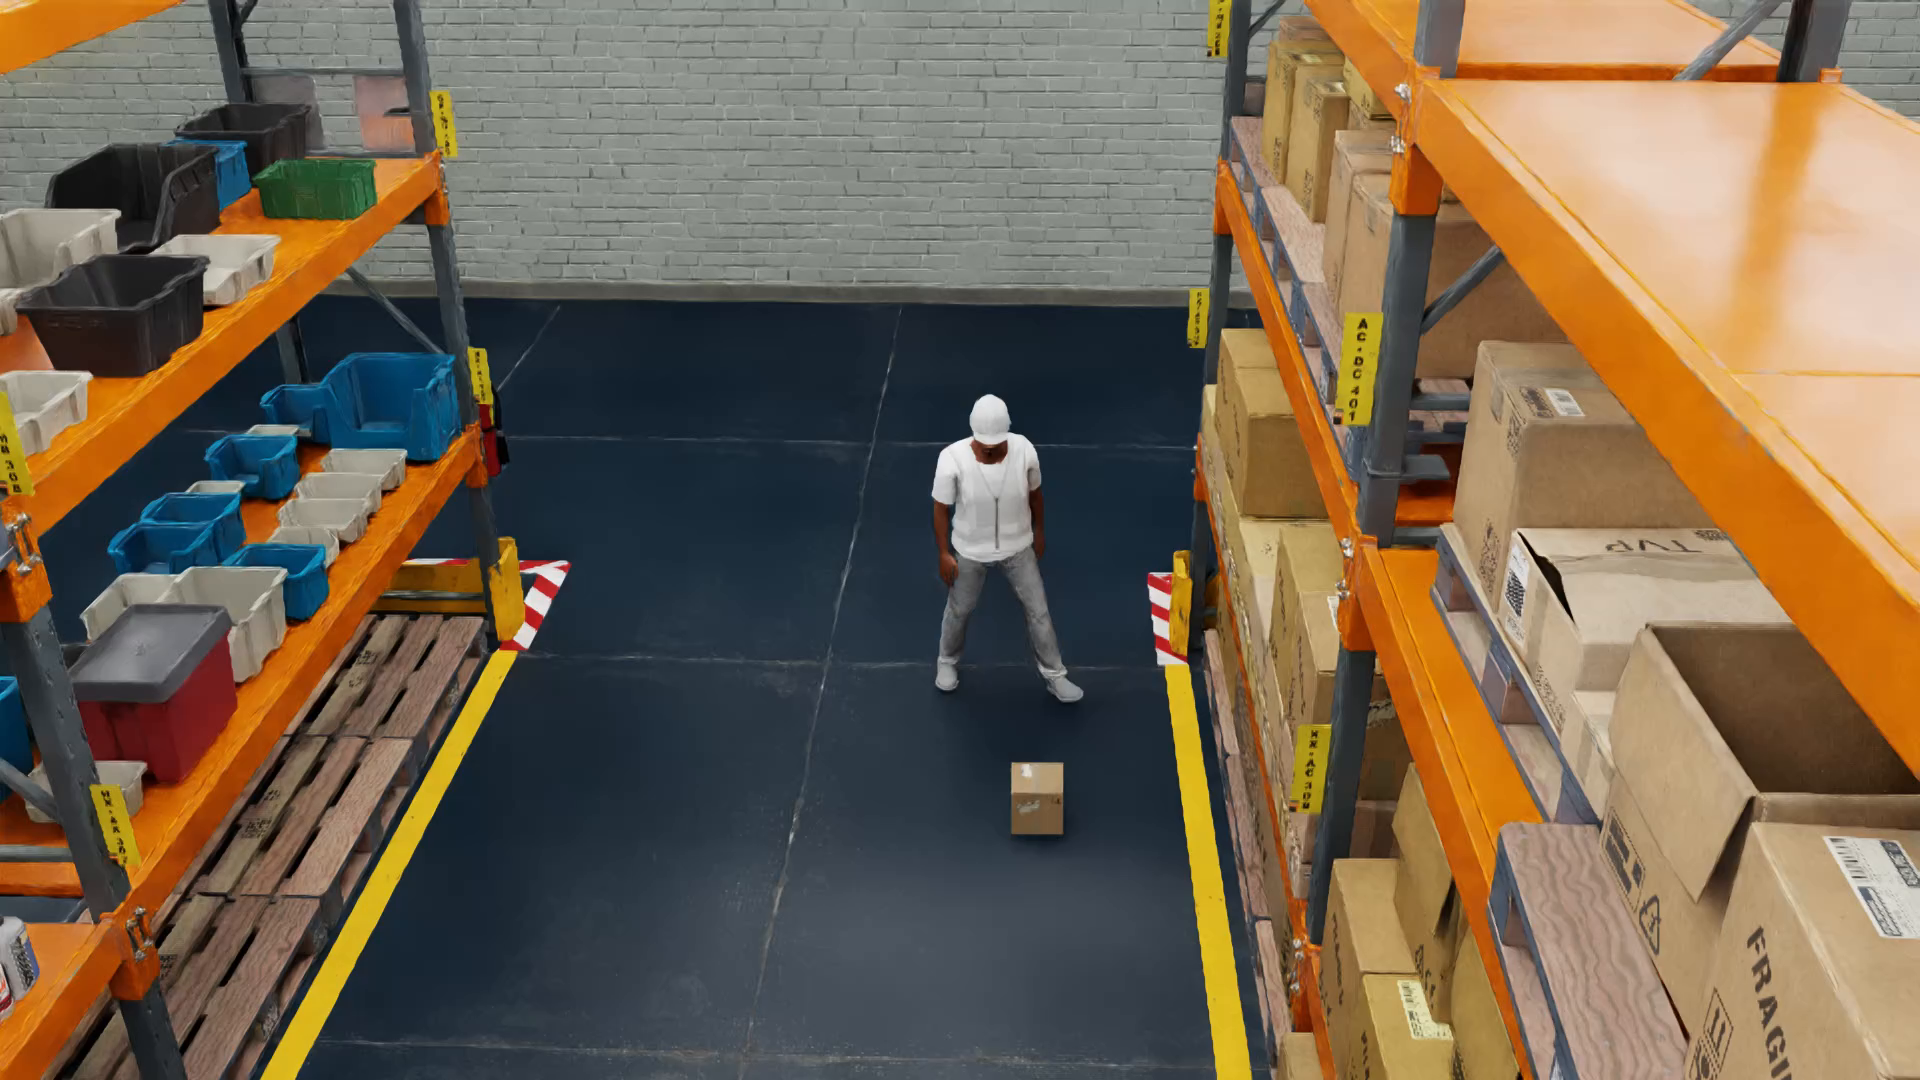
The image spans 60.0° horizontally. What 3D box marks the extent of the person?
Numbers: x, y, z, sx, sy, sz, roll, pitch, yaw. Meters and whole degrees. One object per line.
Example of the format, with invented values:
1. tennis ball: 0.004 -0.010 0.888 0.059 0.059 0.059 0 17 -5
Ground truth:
1. person: 0.246 0.046 8.725 0.759 1.743 0.646 -5 28 -9
